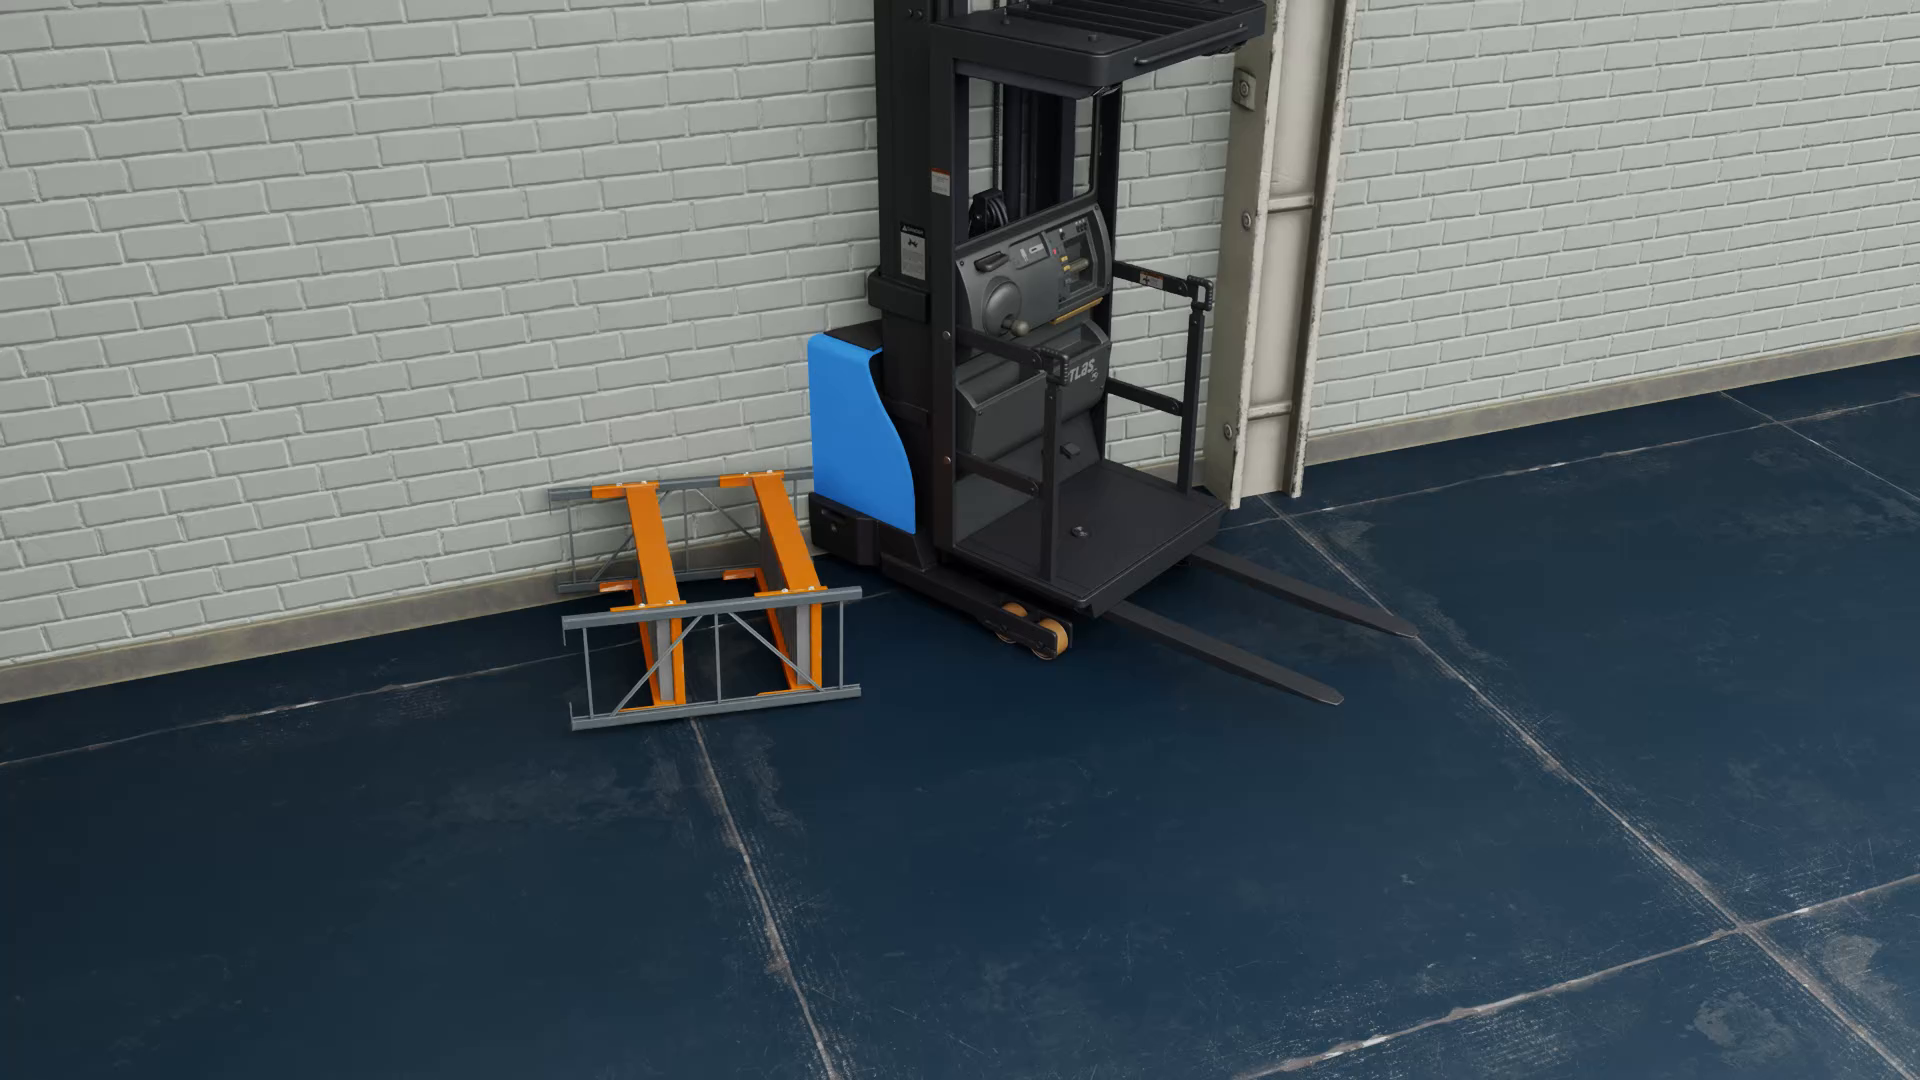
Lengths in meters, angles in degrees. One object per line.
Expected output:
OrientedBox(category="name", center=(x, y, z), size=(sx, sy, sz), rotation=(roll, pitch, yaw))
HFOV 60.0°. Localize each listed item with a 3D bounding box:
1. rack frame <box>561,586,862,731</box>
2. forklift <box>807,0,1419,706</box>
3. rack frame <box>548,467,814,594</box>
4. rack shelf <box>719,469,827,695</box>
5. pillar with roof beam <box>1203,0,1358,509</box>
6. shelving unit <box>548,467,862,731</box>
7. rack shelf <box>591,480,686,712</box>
OrientedBox(category="rack frame", center=(-0.932, 0.452, 6.376), size=(1.125, 0.500, 0.032), rotation=(-6, 31, -14))
OrientedBox(category="forklift", center=(0.474, -1.074, 6.674), size=(3.031, 2.935, 1.130), rotation=(23, 37, 34))
OrientedBox(category="rack frame", center=(-1.194, -0.042, 7.226), size=(1.125, 0.500, 0.032), rotation=(-6, 31, -14))
OrientedBox(category="rack shelf", center=(-0.780, 0.178, 6.872), size=(0.278, 0.538, 1.000), rotation=(-6, 31, -14))
OrientedBox(category="pillar with roof beam", center=(2.932, -2.165, 2.460), size=(0.400, 9.000, 9.100), rotation=(-10, 31, -18))
OrientedBox(category="shelving unit", center=(-1.063, 0.205, 6.801), size=(1.125, 0.538, 1.048), rotation=(-6, 31, -14))
OrientedBox(category="rack shelf", center=(-1.299, 0.228, 6.742), size=(0.278, 0.538, 1.000), rotation=(-6, 31, -14))
